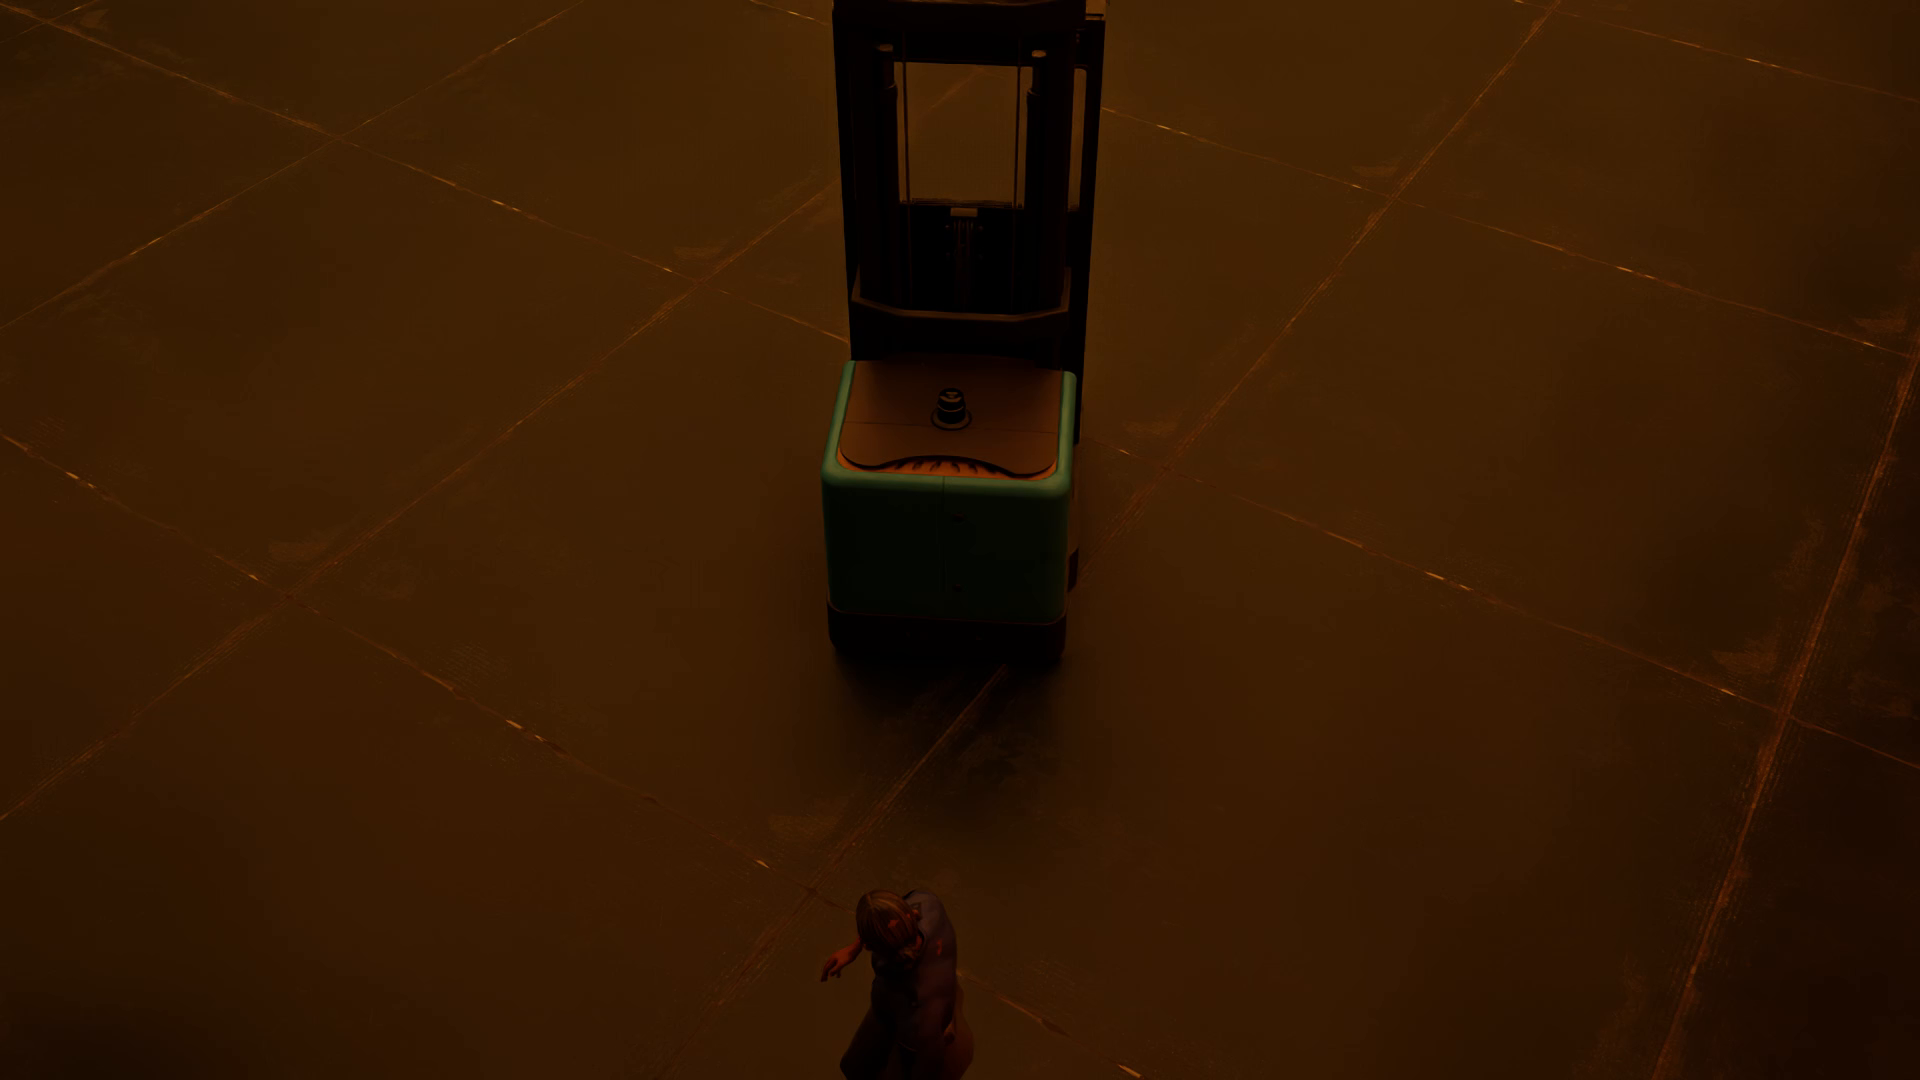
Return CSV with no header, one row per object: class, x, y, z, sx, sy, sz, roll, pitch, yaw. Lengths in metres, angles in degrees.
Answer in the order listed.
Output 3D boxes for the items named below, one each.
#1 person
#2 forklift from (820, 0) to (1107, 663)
person,-0.190,1.579,5.168,0.471,1.609,0.678,-8,44,-8
forklift,0.057,-1.534,7.466,1.130,2.935,3.031,3,44,3
